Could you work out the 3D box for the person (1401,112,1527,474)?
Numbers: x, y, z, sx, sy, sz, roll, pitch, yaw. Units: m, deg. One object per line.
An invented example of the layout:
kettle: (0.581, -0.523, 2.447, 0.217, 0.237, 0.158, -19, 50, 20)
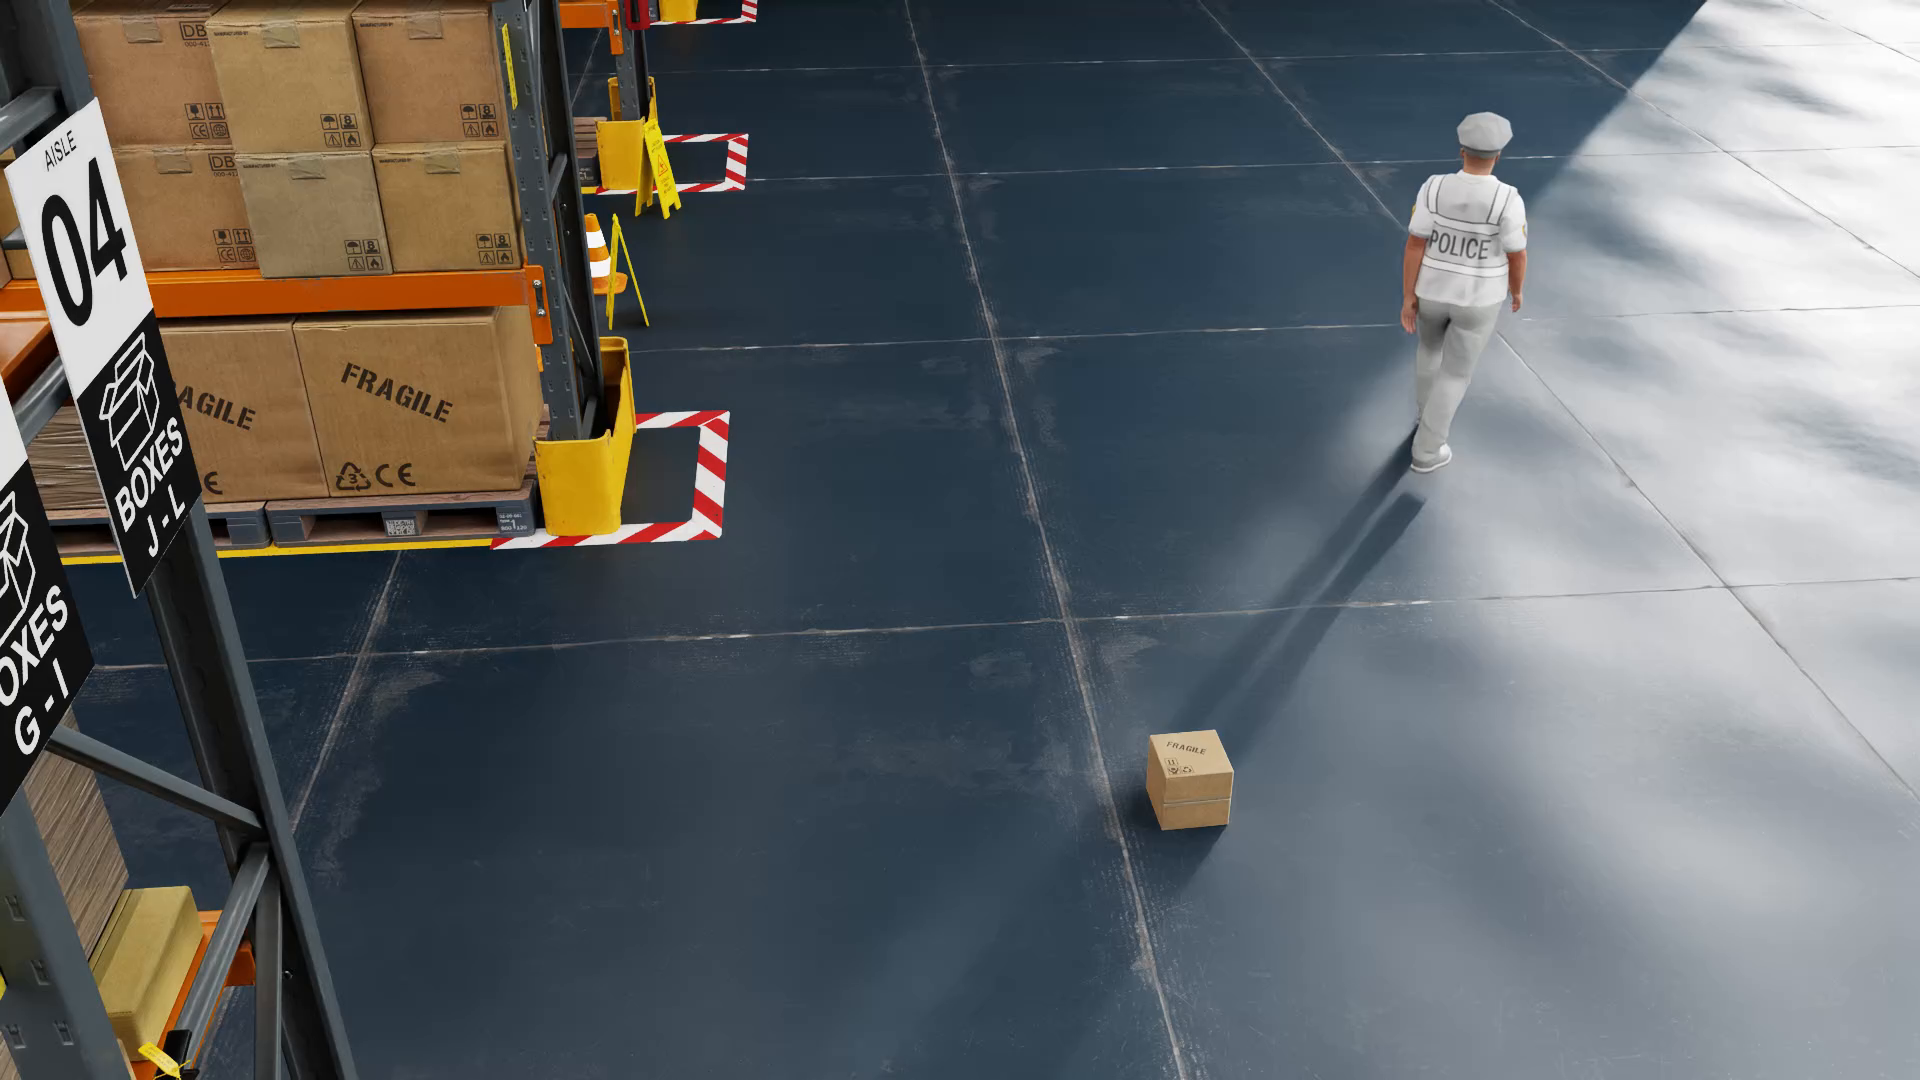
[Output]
person: (2.491, -1.222, 8.159, 0.536, 1.785, 0.844, 20, 36, 30)
